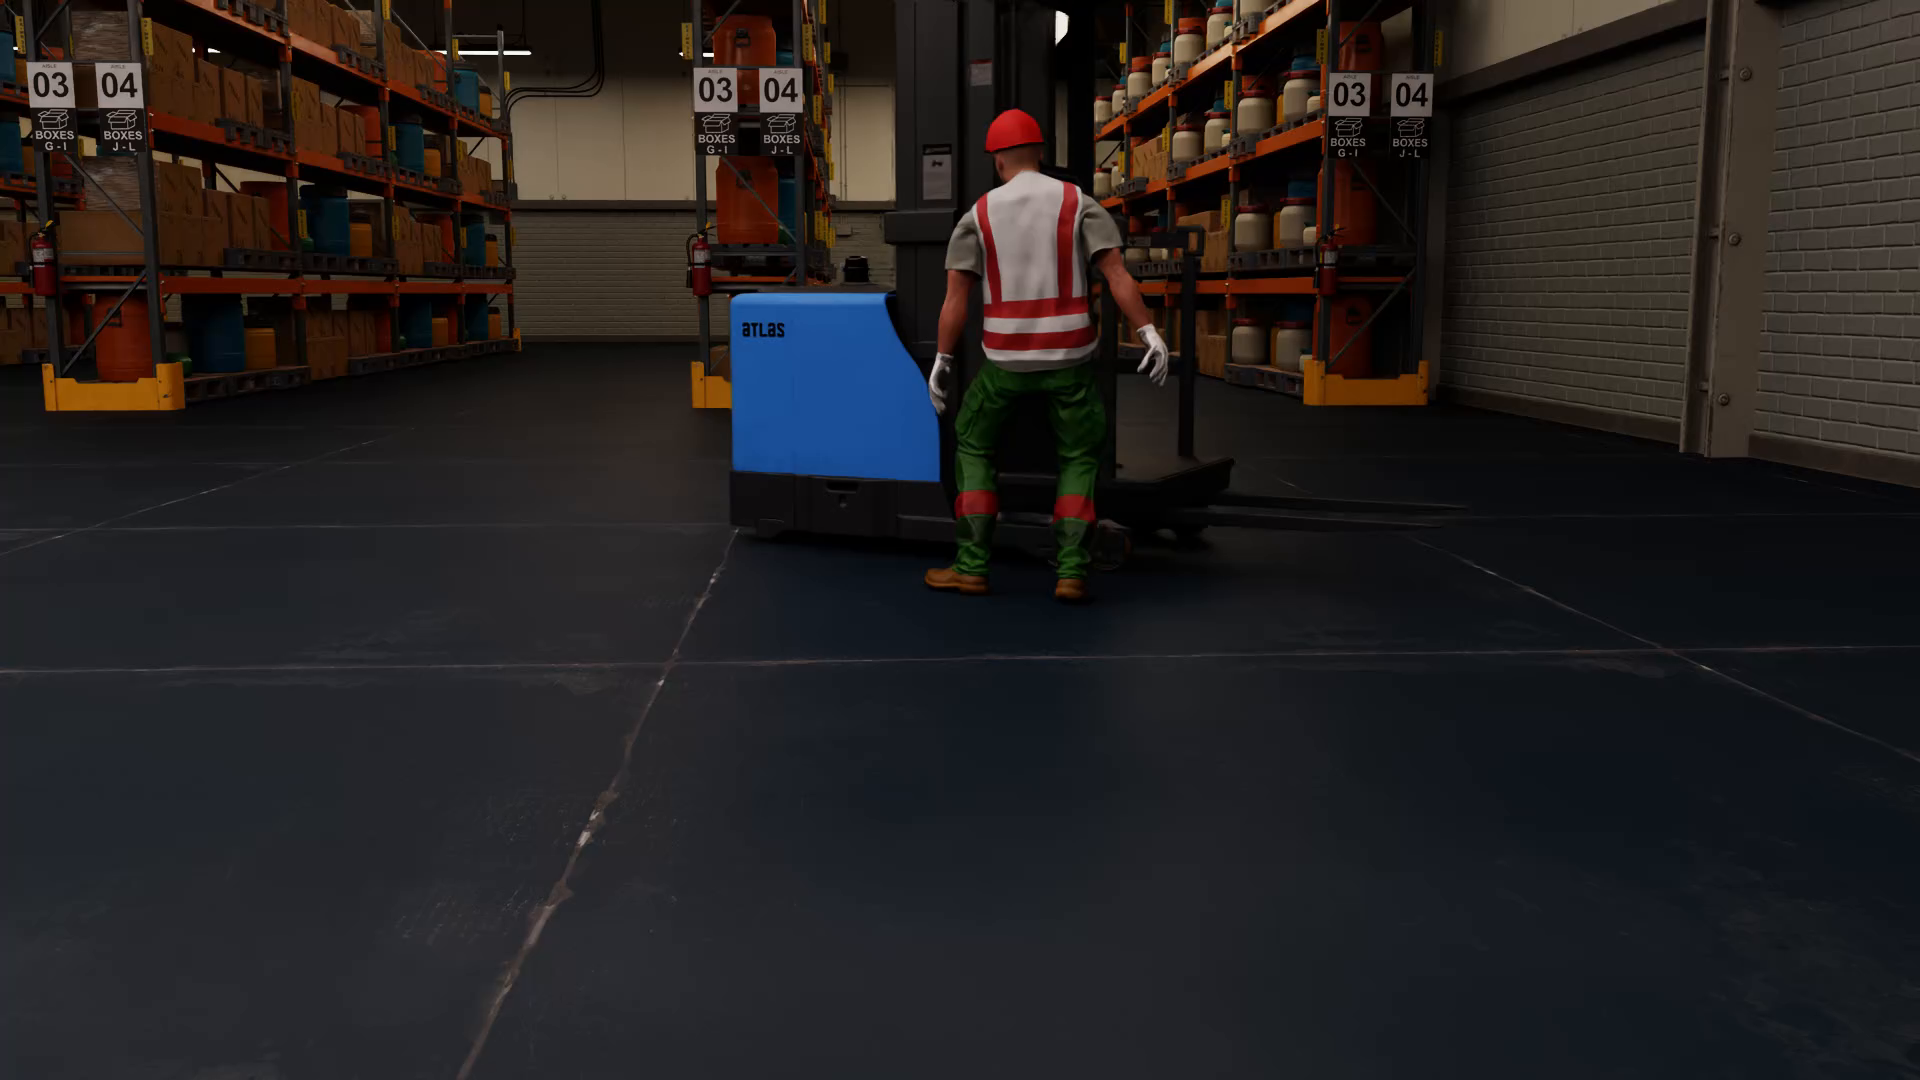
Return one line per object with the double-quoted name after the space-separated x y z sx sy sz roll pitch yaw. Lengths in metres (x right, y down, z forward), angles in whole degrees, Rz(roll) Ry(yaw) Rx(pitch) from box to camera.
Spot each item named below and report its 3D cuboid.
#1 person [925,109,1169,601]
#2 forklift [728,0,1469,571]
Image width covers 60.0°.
0.297 -0.643 5.894 0.891 1.745 0.502 2 9 10 "person"
0.546 -1.417 6.874 3.031 2.935 1.130 4 9 25 "forklift"
